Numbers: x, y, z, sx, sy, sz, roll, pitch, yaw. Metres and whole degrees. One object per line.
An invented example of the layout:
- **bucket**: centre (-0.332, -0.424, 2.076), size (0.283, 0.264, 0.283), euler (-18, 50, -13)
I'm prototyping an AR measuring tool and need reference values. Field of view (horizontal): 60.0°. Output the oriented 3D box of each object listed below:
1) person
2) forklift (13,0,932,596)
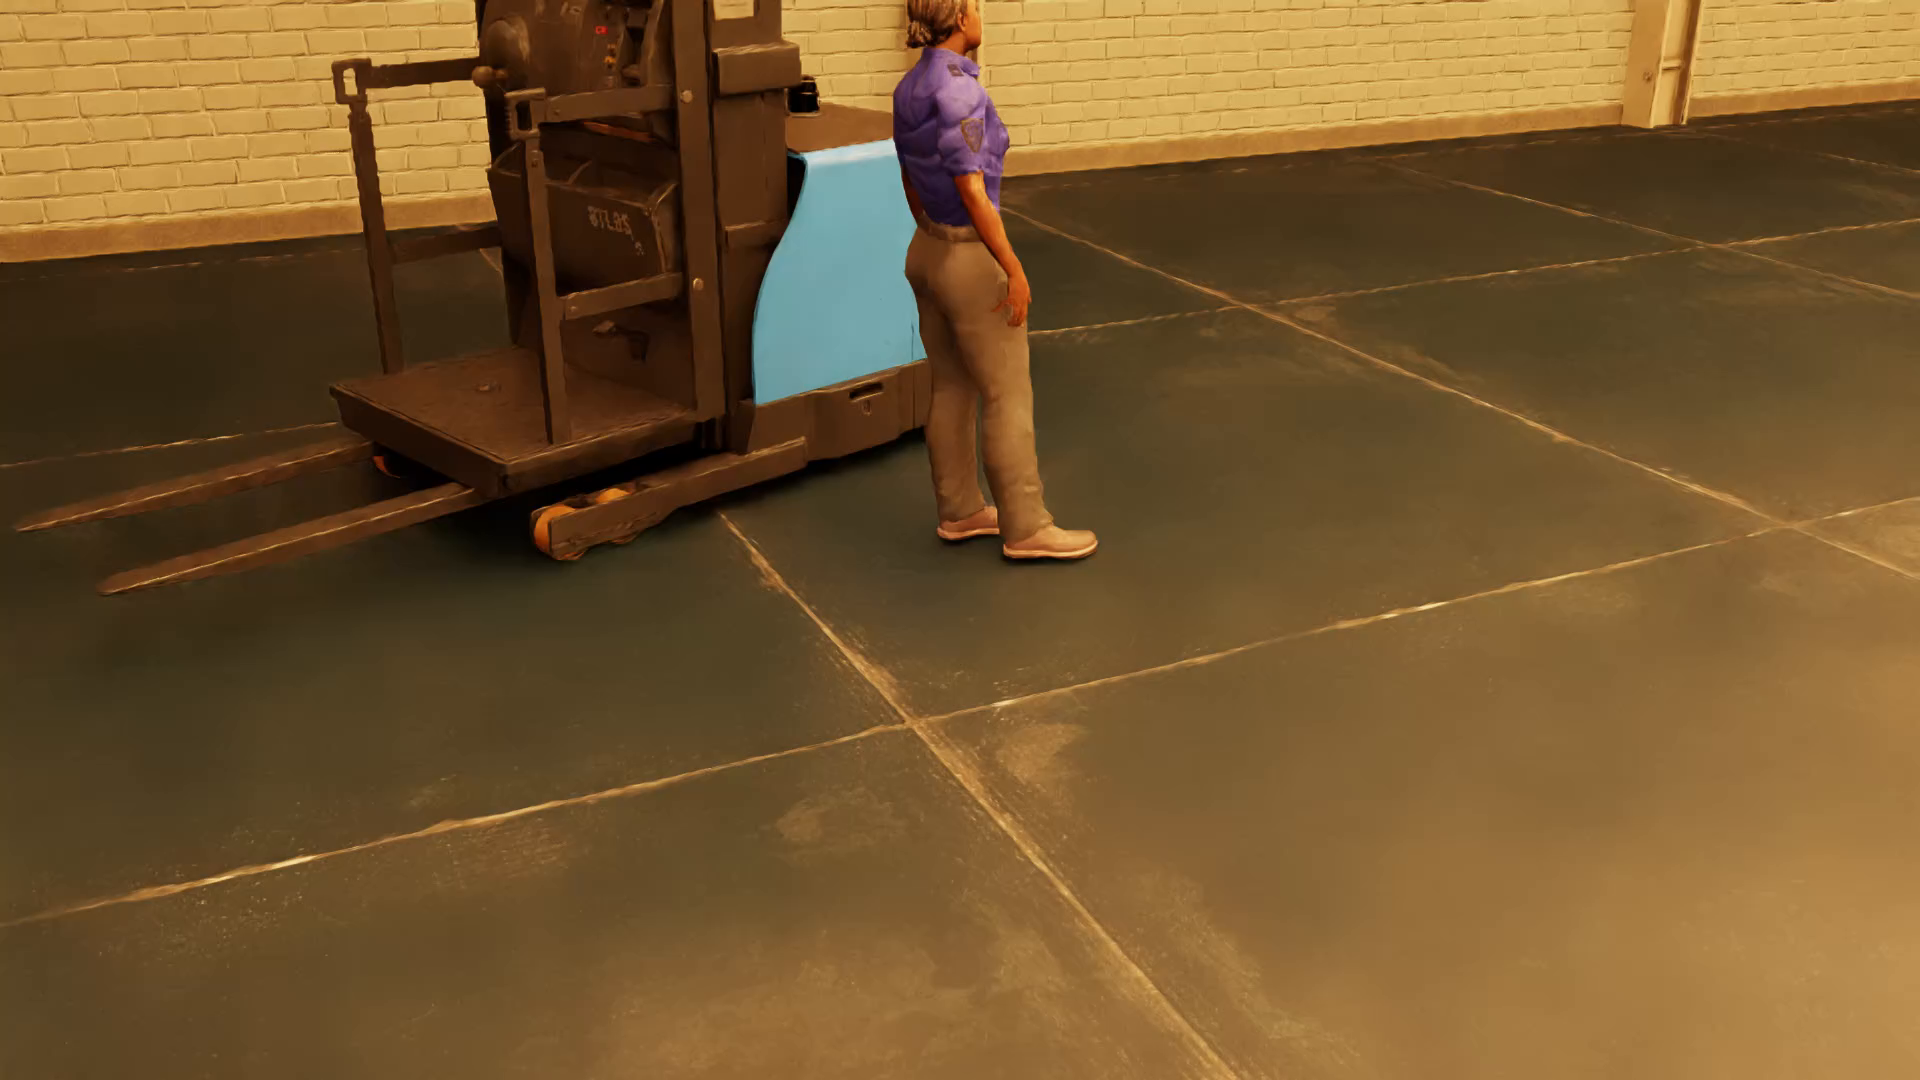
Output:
- **person**: centre (0.088, -0.778, 4.805), size (0.503, 1.654, 0.570), euler (-10, 25, -23)
- **forklift**: centre (-1.335, -1.512, 4.926), size (1.130, 2.935, 3.031), euler (21, 30, 41)
